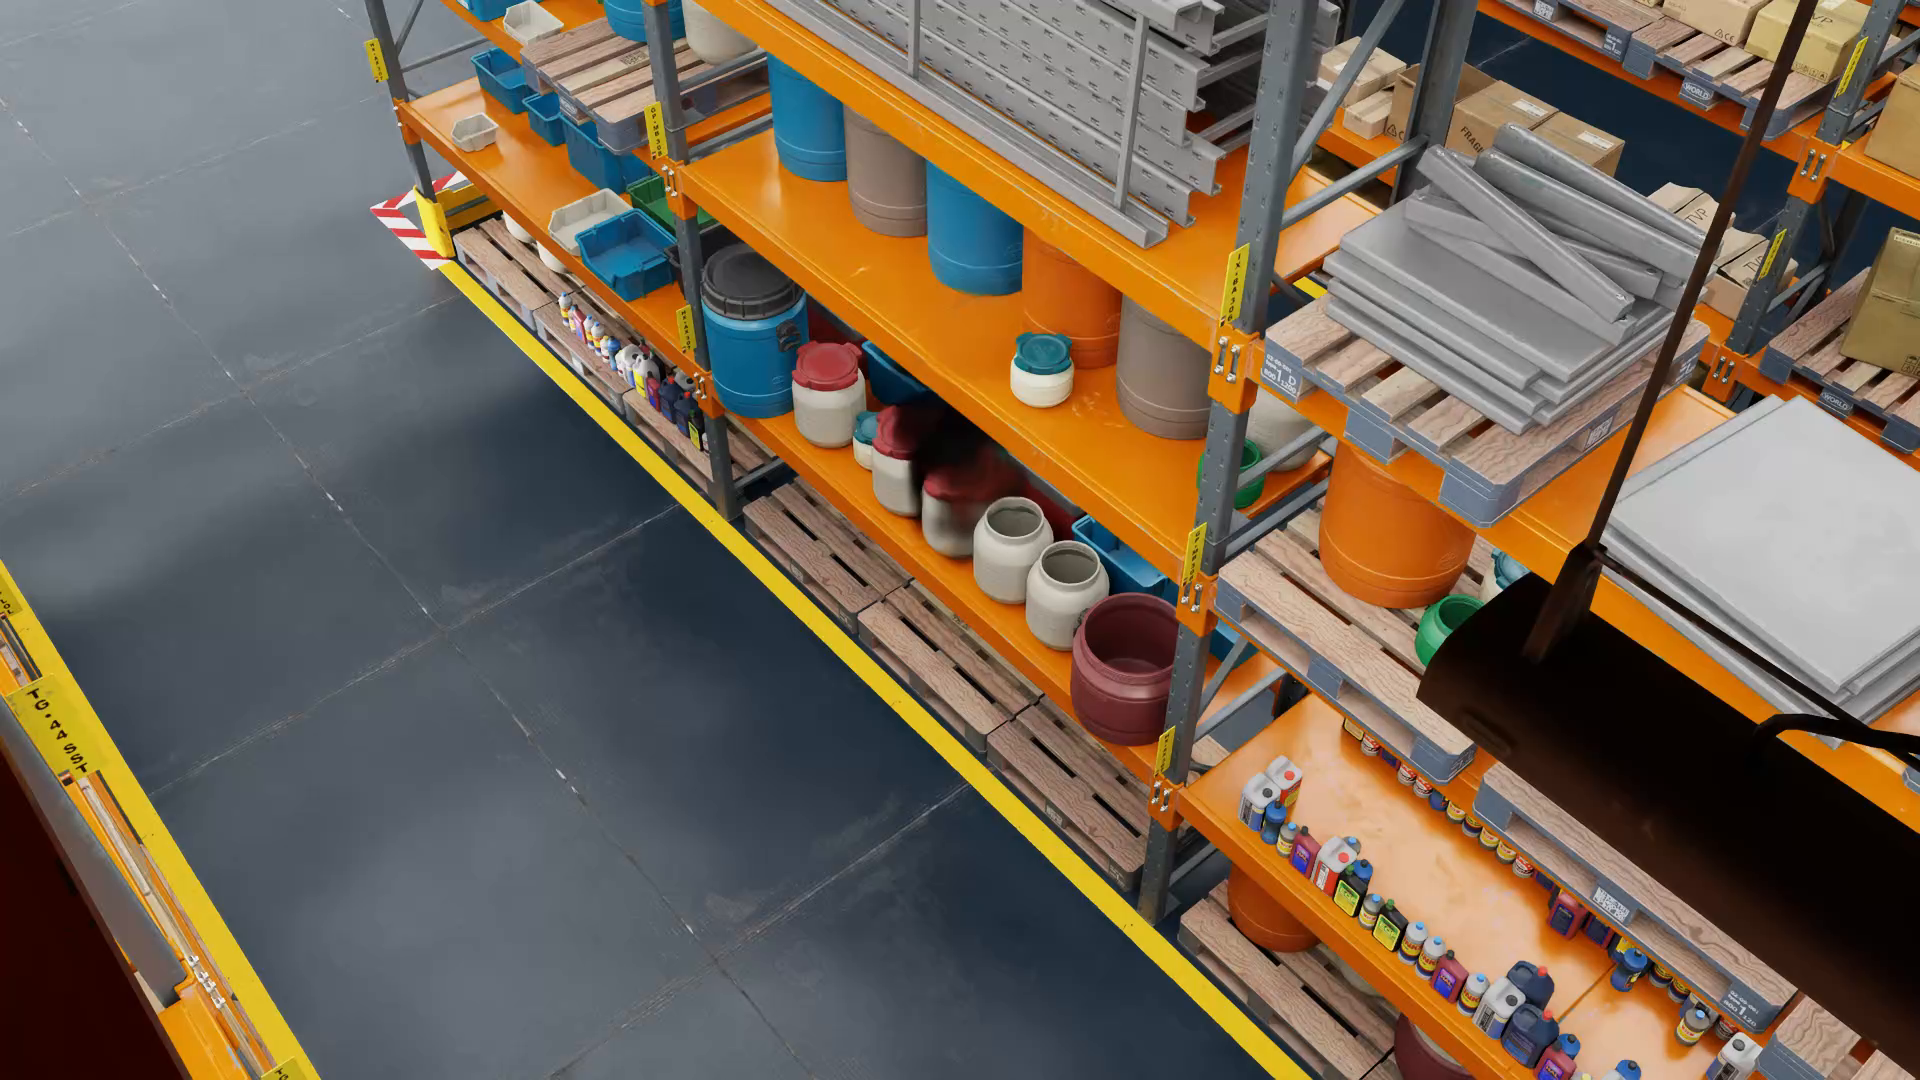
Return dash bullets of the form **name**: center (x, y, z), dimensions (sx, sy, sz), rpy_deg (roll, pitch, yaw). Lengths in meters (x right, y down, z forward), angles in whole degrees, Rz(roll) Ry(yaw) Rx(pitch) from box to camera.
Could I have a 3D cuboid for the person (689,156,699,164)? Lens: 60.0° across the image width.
- **person**: center (-2.417, -3.641, 13.342), dimensions (0.529, 1.607, 0.643), rpy_deg (29, 53, 25)
